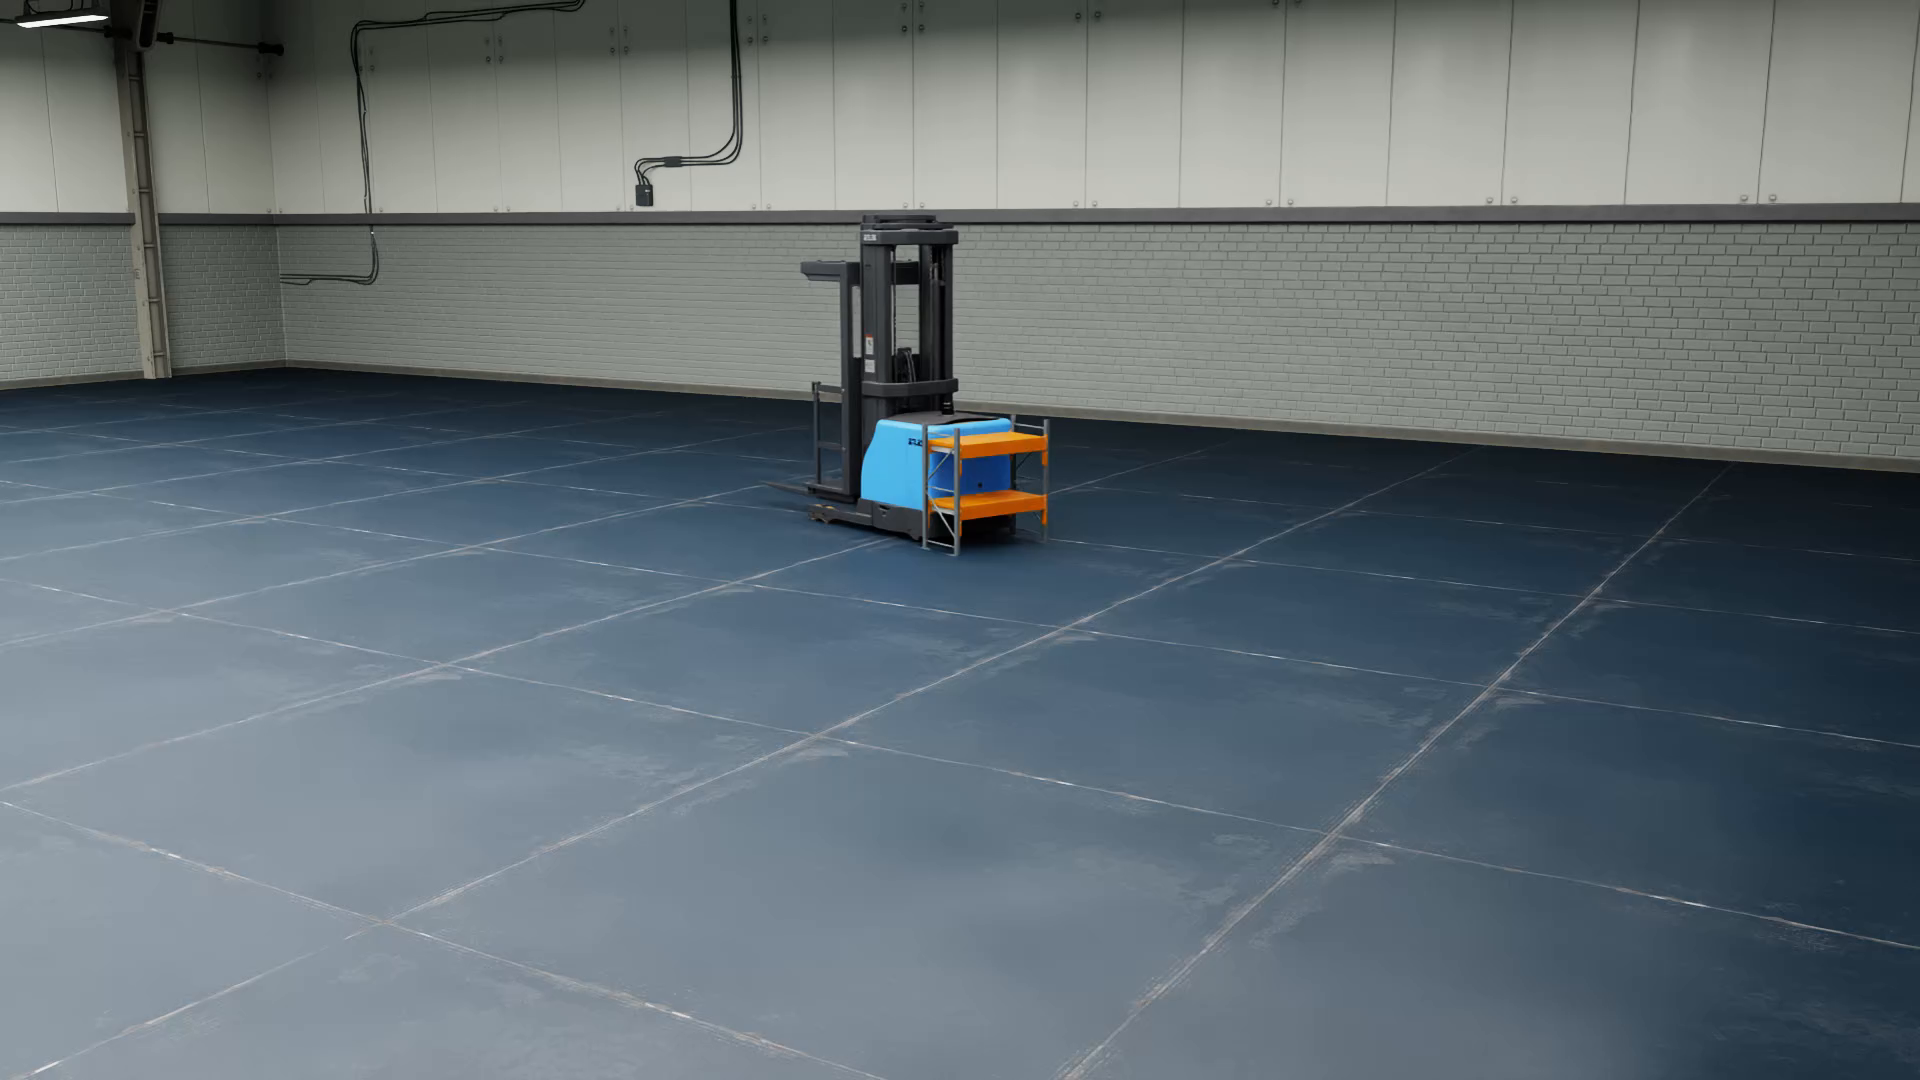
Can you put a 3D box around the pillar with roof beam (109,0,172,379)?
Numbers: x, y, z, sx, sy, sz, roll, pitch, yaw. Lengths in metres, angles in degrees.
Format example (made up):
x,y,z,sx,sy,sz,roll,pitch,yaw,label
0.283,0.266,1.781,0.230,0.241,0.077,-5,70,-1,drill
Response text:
x,y,z,sx,sy,sz,roll,pitch,yaw,label
-11.690,-7.121,28.832,9.100,9.000,0.548,6,12,31,pillar with roof beam

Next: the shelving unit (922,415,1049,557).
x,y,z,sx,sy,sz,roll,pitch,yaw,label
0.233,-0.499,14.856,1.048,1.125,0.538,-8,13,-38,shelving unit

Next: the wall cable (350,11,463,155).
x,y,z,sx,sy,sz,roll,pitch,yaw,label
-10.397,-8.567,31.269,3.097,2.526,0.112,6,12,31,wall cable

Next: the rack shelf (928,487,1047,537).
x,y,z,sx,sy,sz,roll,pitch,yaw,label
0.233,-0.258,14.901,1.000,0.278,0.538,-8,13,-38,rack shelf

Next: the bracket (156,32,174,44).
x,y,z,sx,sy,sz,roll,pitch,yaw,label
-14.850,-9.333,30.865,0.235,0.232,0.430,6,12,31,bracket

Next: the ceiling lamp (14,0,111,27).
x,y,z,sx,sy,sz,roll,pitch,yaw,label
-13.316,-9.340,24.822,2.000,3.185,0.800,6,12,31,ceiling lamp

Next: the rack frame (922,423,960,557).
x,y,z,sx,sy,sz,roll,pitch,yaw,label
-0.166,-0.441,14.547,0.032,1.125,0.500,-8,13,-38,rack frame

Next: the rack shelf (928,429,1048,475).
x,y,z,sx,sy,sz,roll,pitch,yaw,label
0.233,-0.786,14.802,1.000,0.278,0.538,-8,13,-38,rack shelf

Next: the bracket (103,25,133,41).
x,y,z,sx,sy,sz,roll,pitch,yaw,label
-15.281,-9.202,30.168,0.235,0.232,0.430,6,12,31,bracket

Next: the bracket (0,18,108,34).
x,y,z,sx,sy,sz,roll,pitch,yaw,label
-16.619,-8.797,28.003,0.076,0.066,4.783,6,12,31,bracket

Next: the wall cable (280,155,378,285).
x,y,z,sx,sy,sz,roll,pitch,yaw,label
-12.709,-6.343,33.114,3.097,2.526,0.112,6,12,31,wall cable

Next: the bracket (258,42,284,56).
x,y,z,sx,sy,sz,roll,pitch,yaw,label
-13.620,-9.705,32.856,0.235,0.232,0.430,6,12,31,bracket

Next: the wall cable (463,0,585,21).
x,y,z,sx,sy,sz,roll,pitch,yaw,label
-7.752,-10.507,29.271,3.097,2.526,0.112,6,12,31,wall cable

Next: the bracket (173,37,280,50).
x,y,z,sx,sy,sz,roll,pitch,yaw,label
-13.926,-9.613,32.360,0.076,0.066,3.189,6,12,31,bracket

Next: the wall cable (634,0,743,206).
x,y,z,sx,sy,sz,roll,pitch,yaw,label
-4.604,-8.631,27.658,2.305,6.003,0.169,6,12,31,wall cable

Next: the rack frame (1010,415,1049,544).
x,y,z,sx,sy,sz,roll,pitch,yaw,label
0.632,-0.556,15.165,0.032,1.125,0.500,-8,13,-38,rack frame

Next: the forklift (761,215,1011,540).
x,y,z,sx,sy,sz,roll,pitch,yaw,label
-0.837,-1.655,16.124,1.130,2.935,3.031,-9,14,-40,forklift
